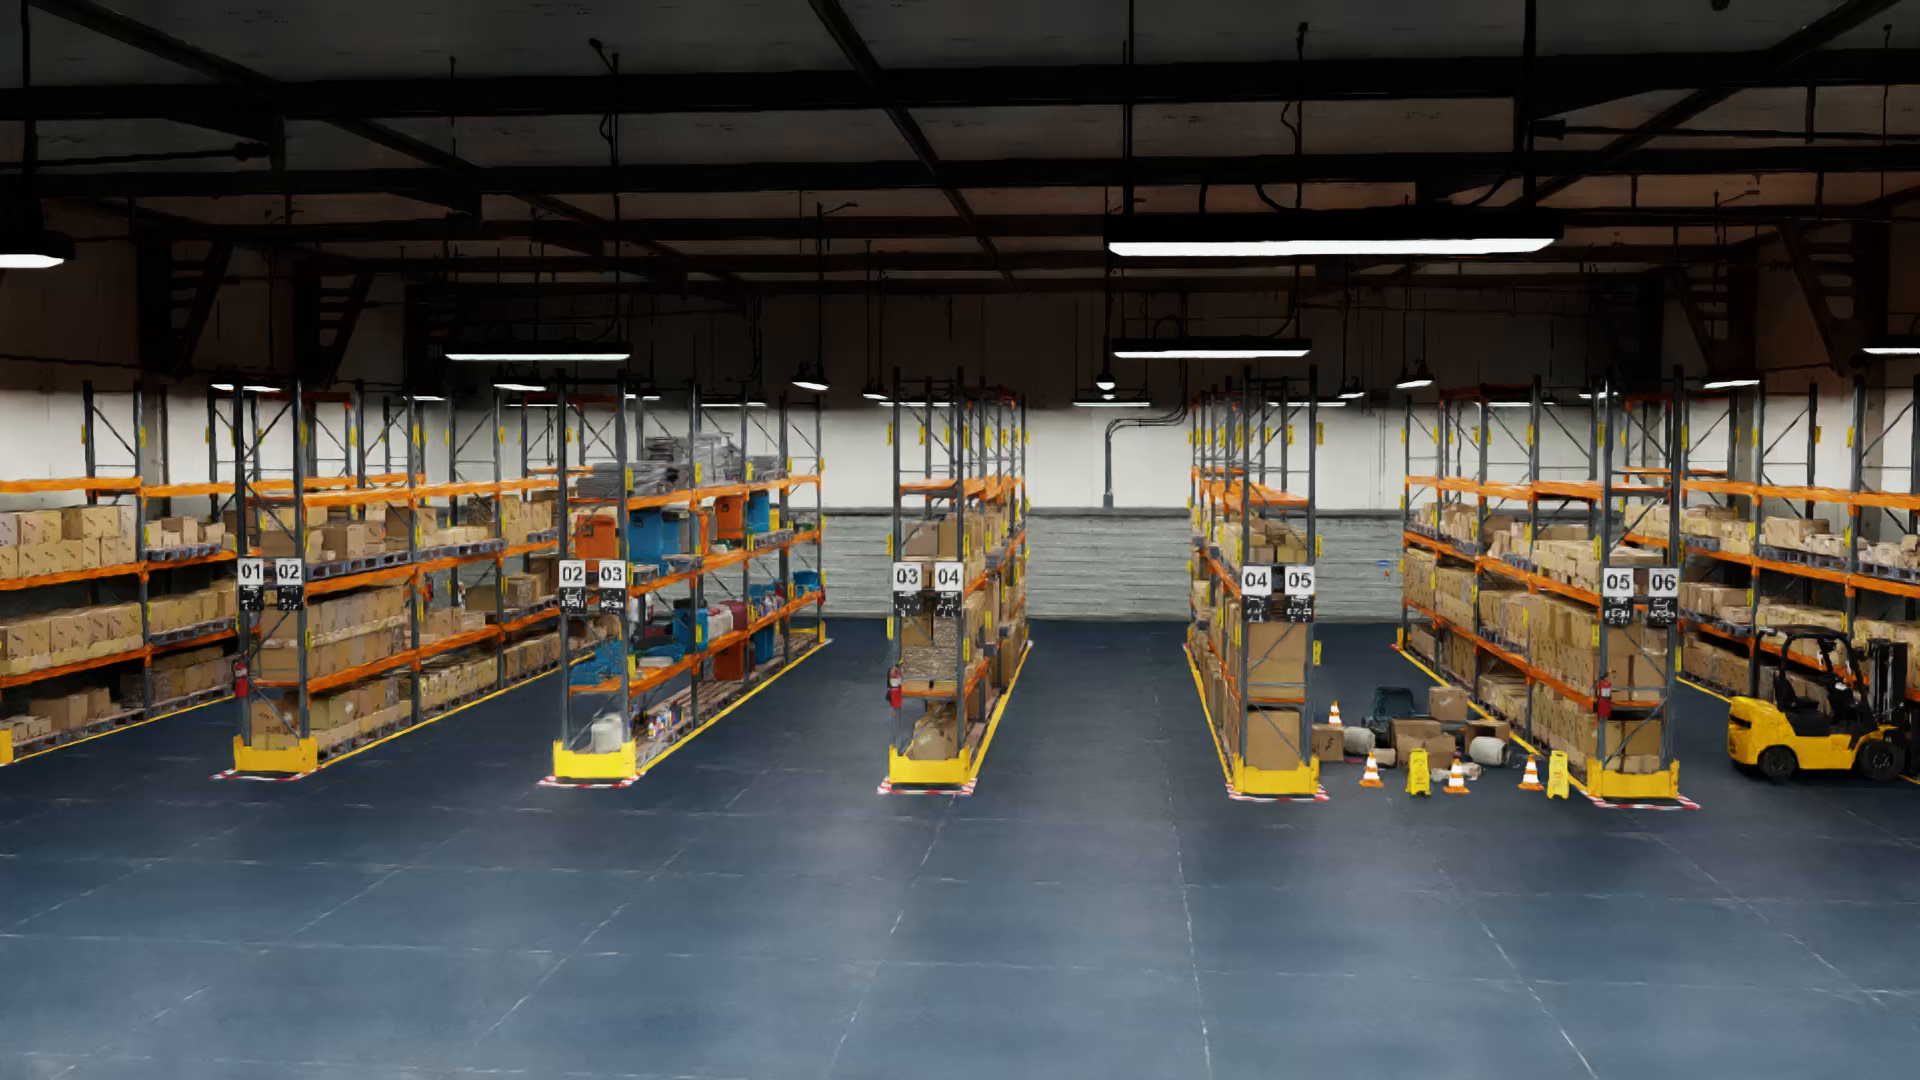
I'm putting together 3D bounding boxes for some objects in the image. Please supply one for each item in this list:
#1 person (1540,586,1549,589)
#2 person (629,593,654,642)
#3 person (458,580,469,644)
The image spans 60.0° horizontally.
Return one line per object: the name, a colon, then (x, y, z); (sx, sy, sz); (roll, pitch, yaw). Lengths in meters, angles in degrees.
person: (13.845, 1.706, 39.295); (0.560, 1.726, 0.665); (-1, 4, -16)
person: (-7.319, 1.807, 37.781); (0.719, 1.714, 0.578); (0, 4, 3)
person: (-11.808, 1.741, 39.515); (0.493, 1.605, 1.000); (0, 4, 4)
